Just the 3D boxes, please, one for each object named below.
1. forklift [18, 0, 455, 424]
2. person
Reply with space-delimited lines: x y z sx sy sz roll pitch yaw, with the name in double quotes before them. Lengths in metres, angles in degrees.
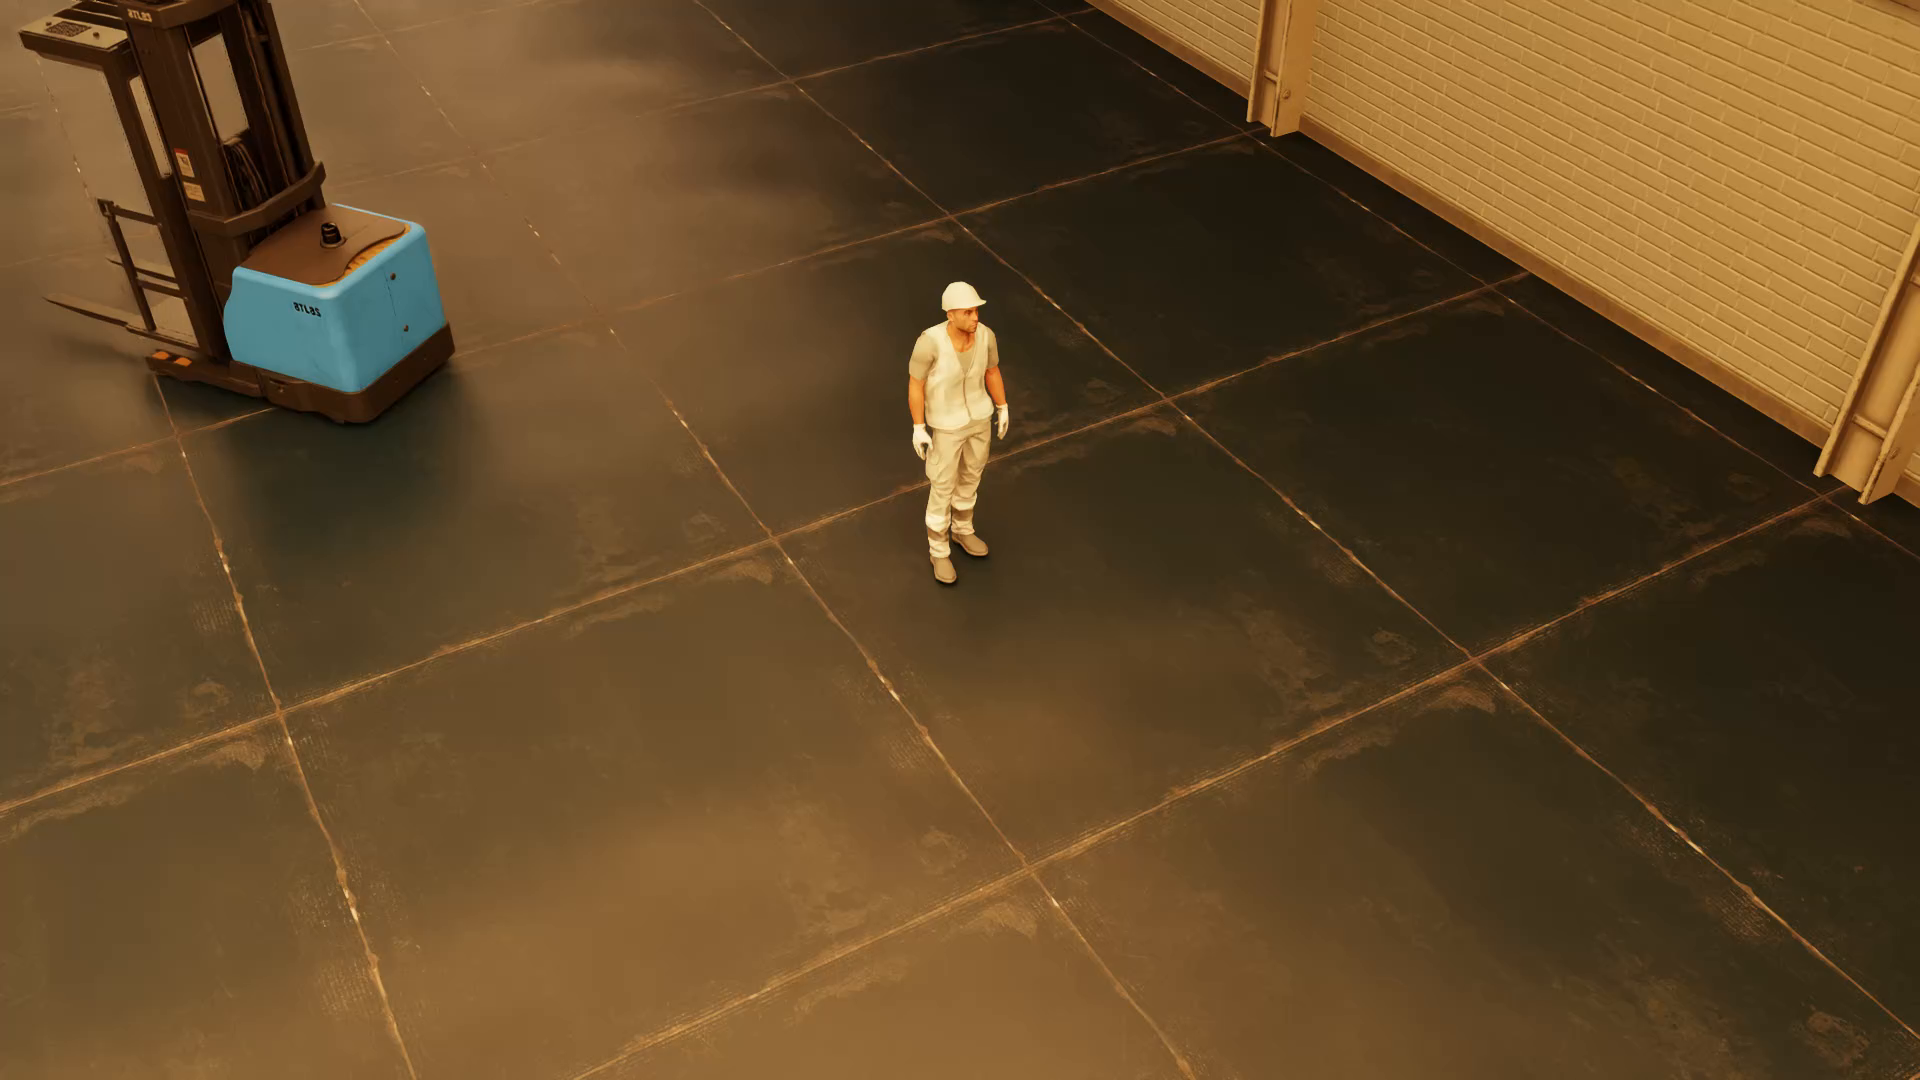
"forklift" -5.159 -2.531 11.088 3.031 2.935 1.130 16 42 18
"person" 0.029 -0.644 9.700 0.637 1.782 0.564 -20 44 -23
